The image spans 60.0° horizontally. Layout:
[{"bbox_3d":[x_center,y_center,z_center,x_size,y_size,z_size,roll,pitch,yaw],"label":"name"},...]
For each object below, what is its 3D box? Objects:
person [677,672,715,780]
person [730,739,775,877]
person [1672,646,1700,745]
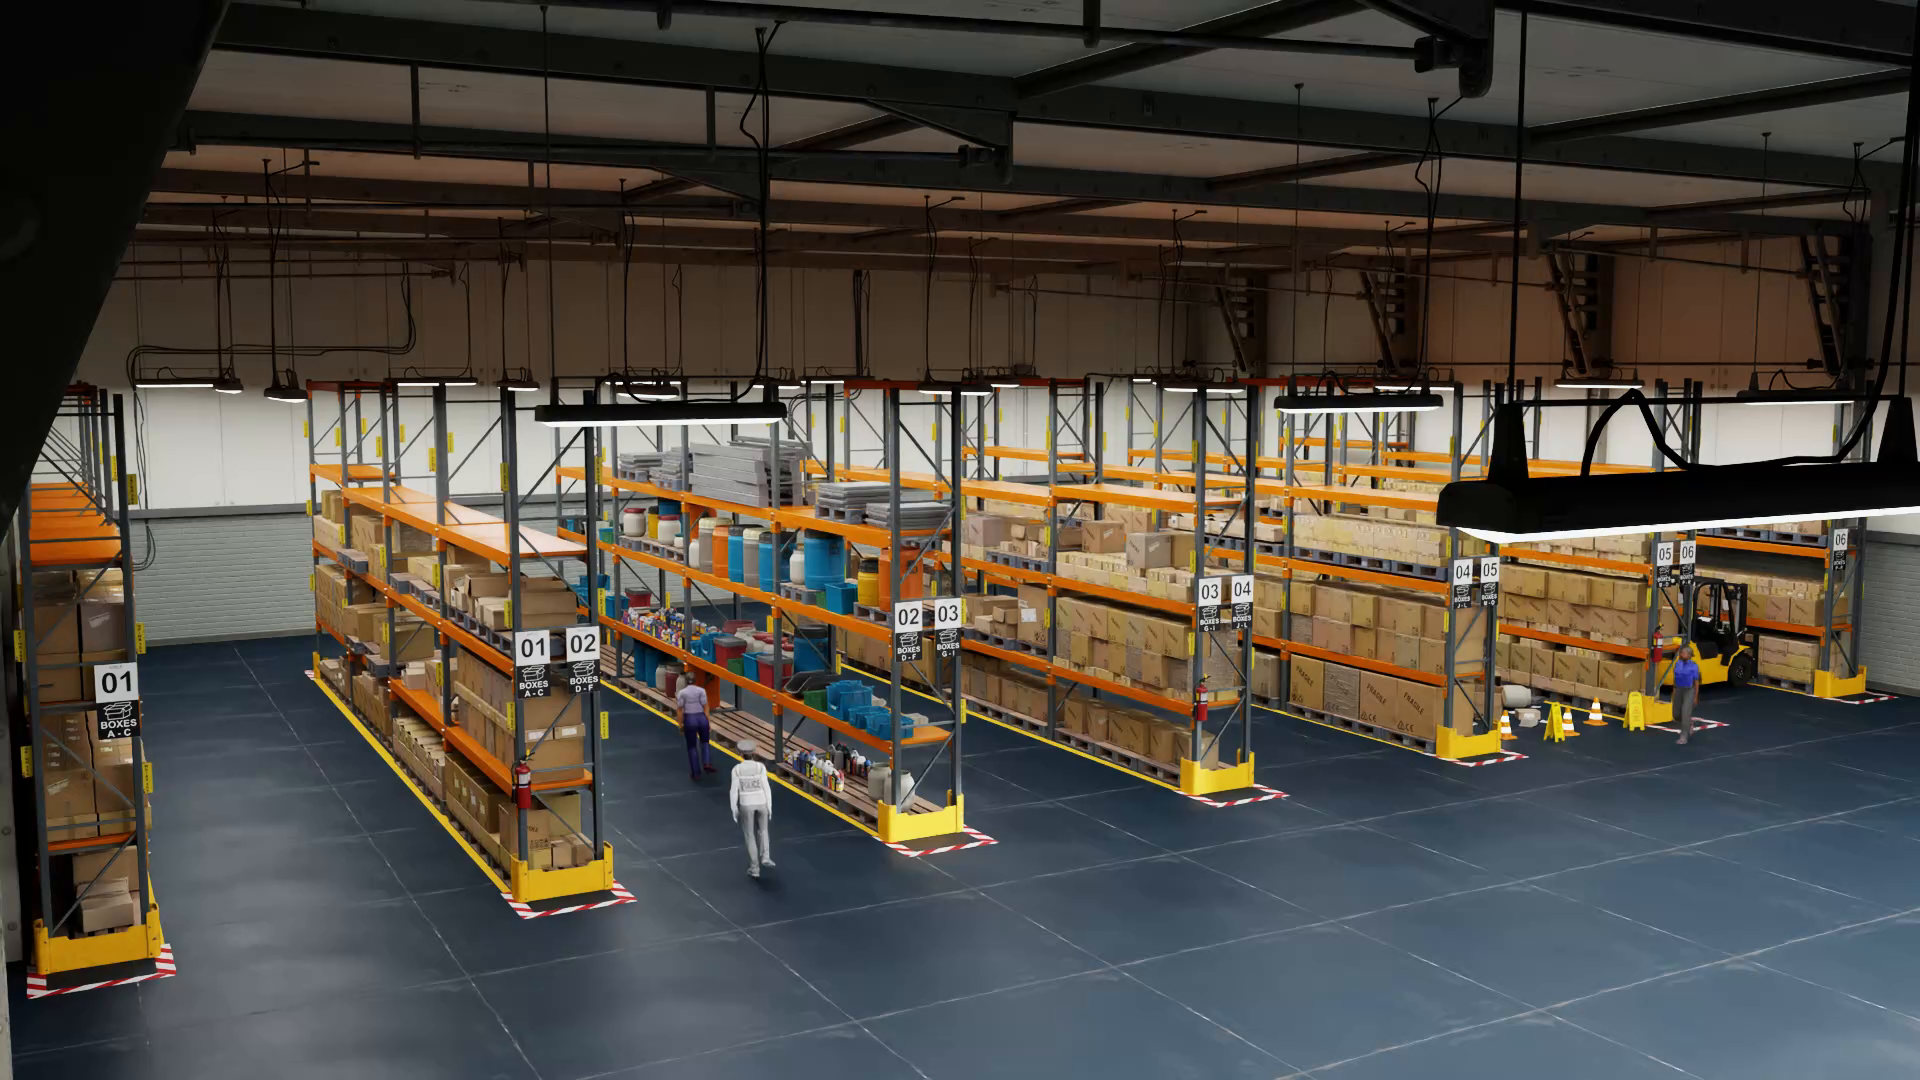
[{"bbox_3d":[-4.029,2.825,25.359,0.547,1.625,0.426,-2,7,-21],"label":"person"},{"bbox_3d":[-2.568,3.310,20.546,0.528,1.674,0.478,-2,6,-21],"label":"person"},{"bbox_3d":[12.142,2.559,27.747,0.707,1.628,0.458,-5,8,-37],"label":"person"}]
